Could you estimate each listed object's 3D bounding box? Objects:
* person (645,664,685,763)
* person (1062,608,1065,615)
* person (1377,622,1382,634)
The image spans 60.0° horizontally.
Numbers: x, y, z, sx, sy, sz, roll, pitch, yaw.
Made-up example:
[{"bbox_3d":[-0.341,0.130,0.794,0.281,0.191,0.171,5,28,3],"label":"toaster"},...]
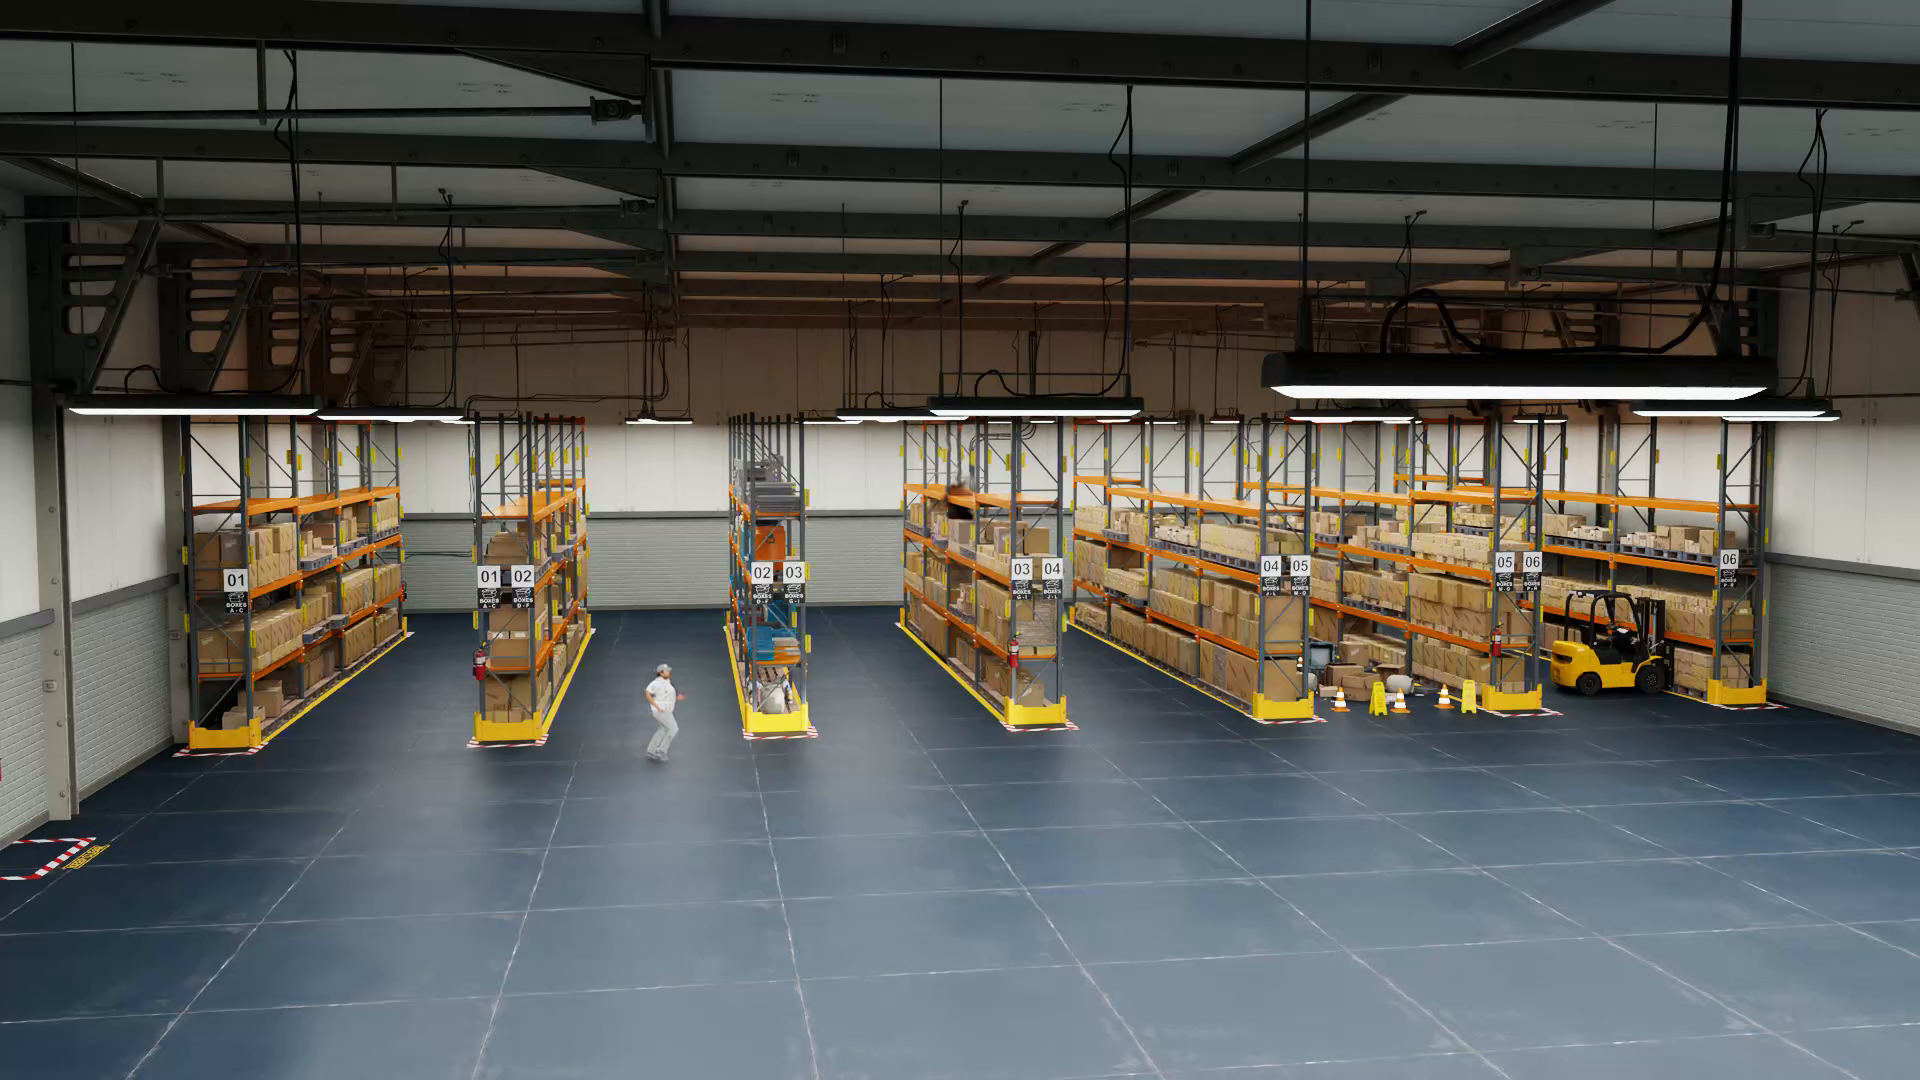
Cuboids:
[{"bbox_3d":[-5.073,2.969,28.510,0.693,1.687,0.579,0,4,6],"label":"person"},{"bbox_3d":[2.799,1.587,49.297,0.765,1.605,0.518,-3,5,-36],"label":"person"},{"bbox_3d":[10.967,1.864,43.886,0.685,1.725,0.623,-1,4,-8],"label":"person"}]
